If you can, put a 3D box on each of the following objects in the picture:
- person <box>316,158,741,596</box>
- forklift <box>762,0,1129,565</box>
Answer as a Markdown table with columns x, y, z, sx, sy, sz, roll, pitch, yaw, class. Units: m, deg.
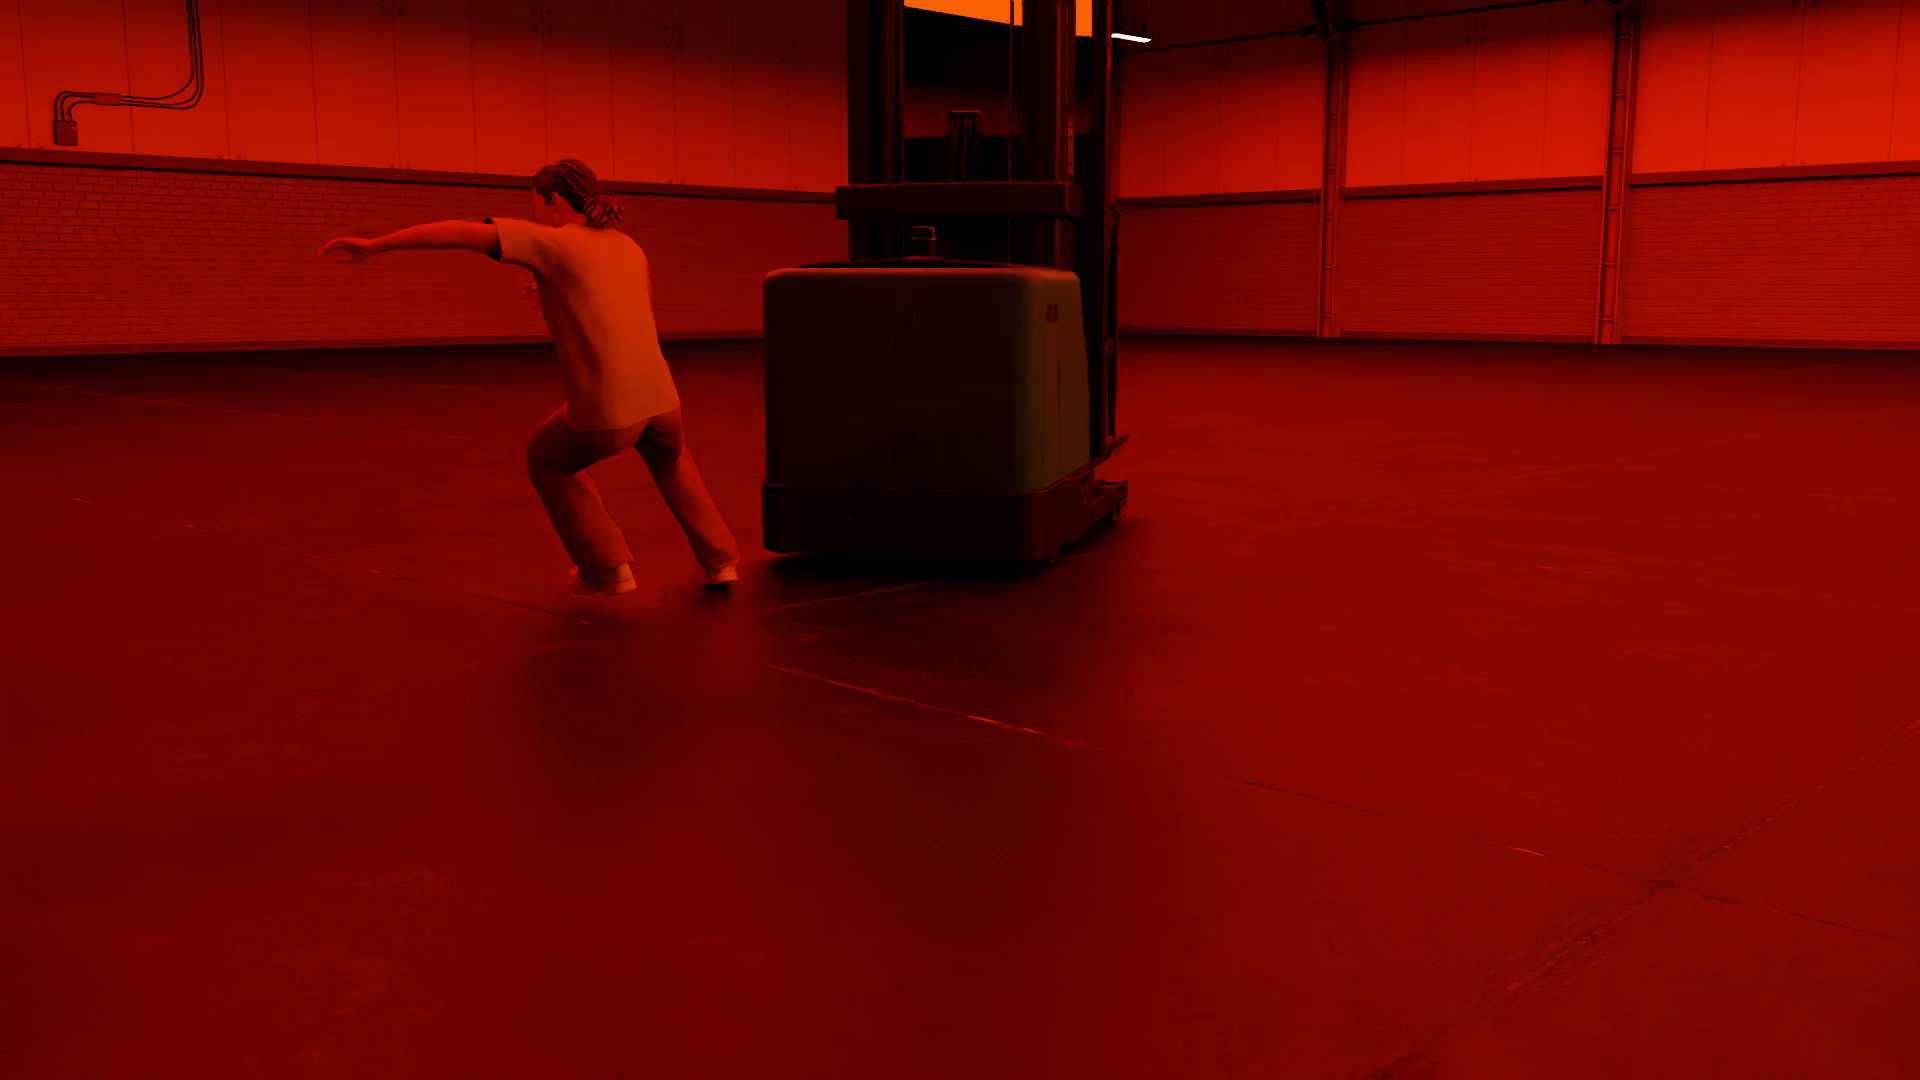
| x | y | z | sx | sy | sz | roll | pitch | yaw | class |
| --- | --- | --- | --- | --- | --- | --- | --- | --- | --- |
| -1.210 | -0.452 | 5.069 | 0.707 | 1.396 | 1.429 | 8 | 11 | 41 | person |
| 0.131 | -1.539 | 7.097 | 1.130 | 2.935 | 3.031 | 2 | 9 | 14 | forklift |
